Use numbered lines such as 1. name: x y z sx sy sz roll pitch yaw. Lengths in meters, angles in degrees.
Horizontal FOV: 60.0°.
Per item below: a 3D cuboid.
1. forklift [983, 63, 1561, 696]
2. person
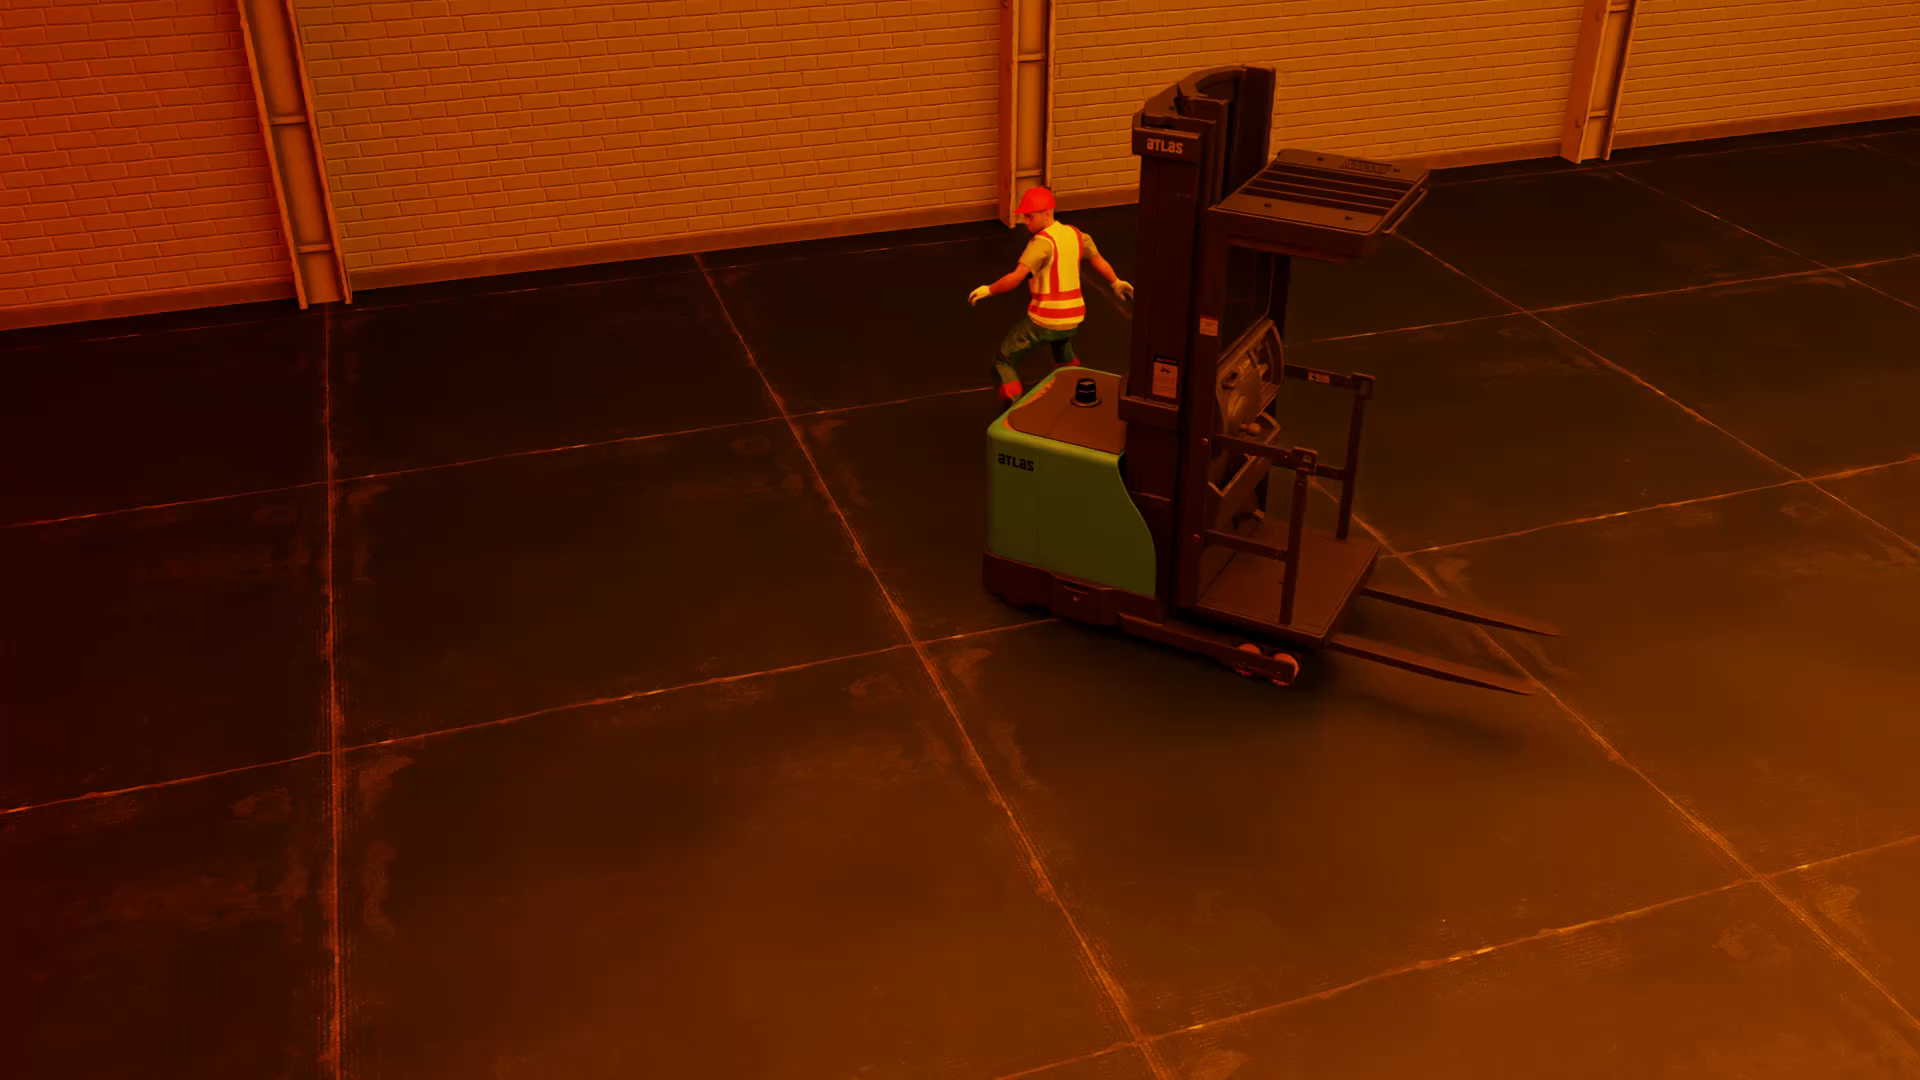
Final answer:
1. forklift: 1.674 -0.812 8.499 3.031 2.935 1.130 15 33 24
2. person: 0.627 -1.504 11.113 1.168 1.713 0.552 -25 38 -36
